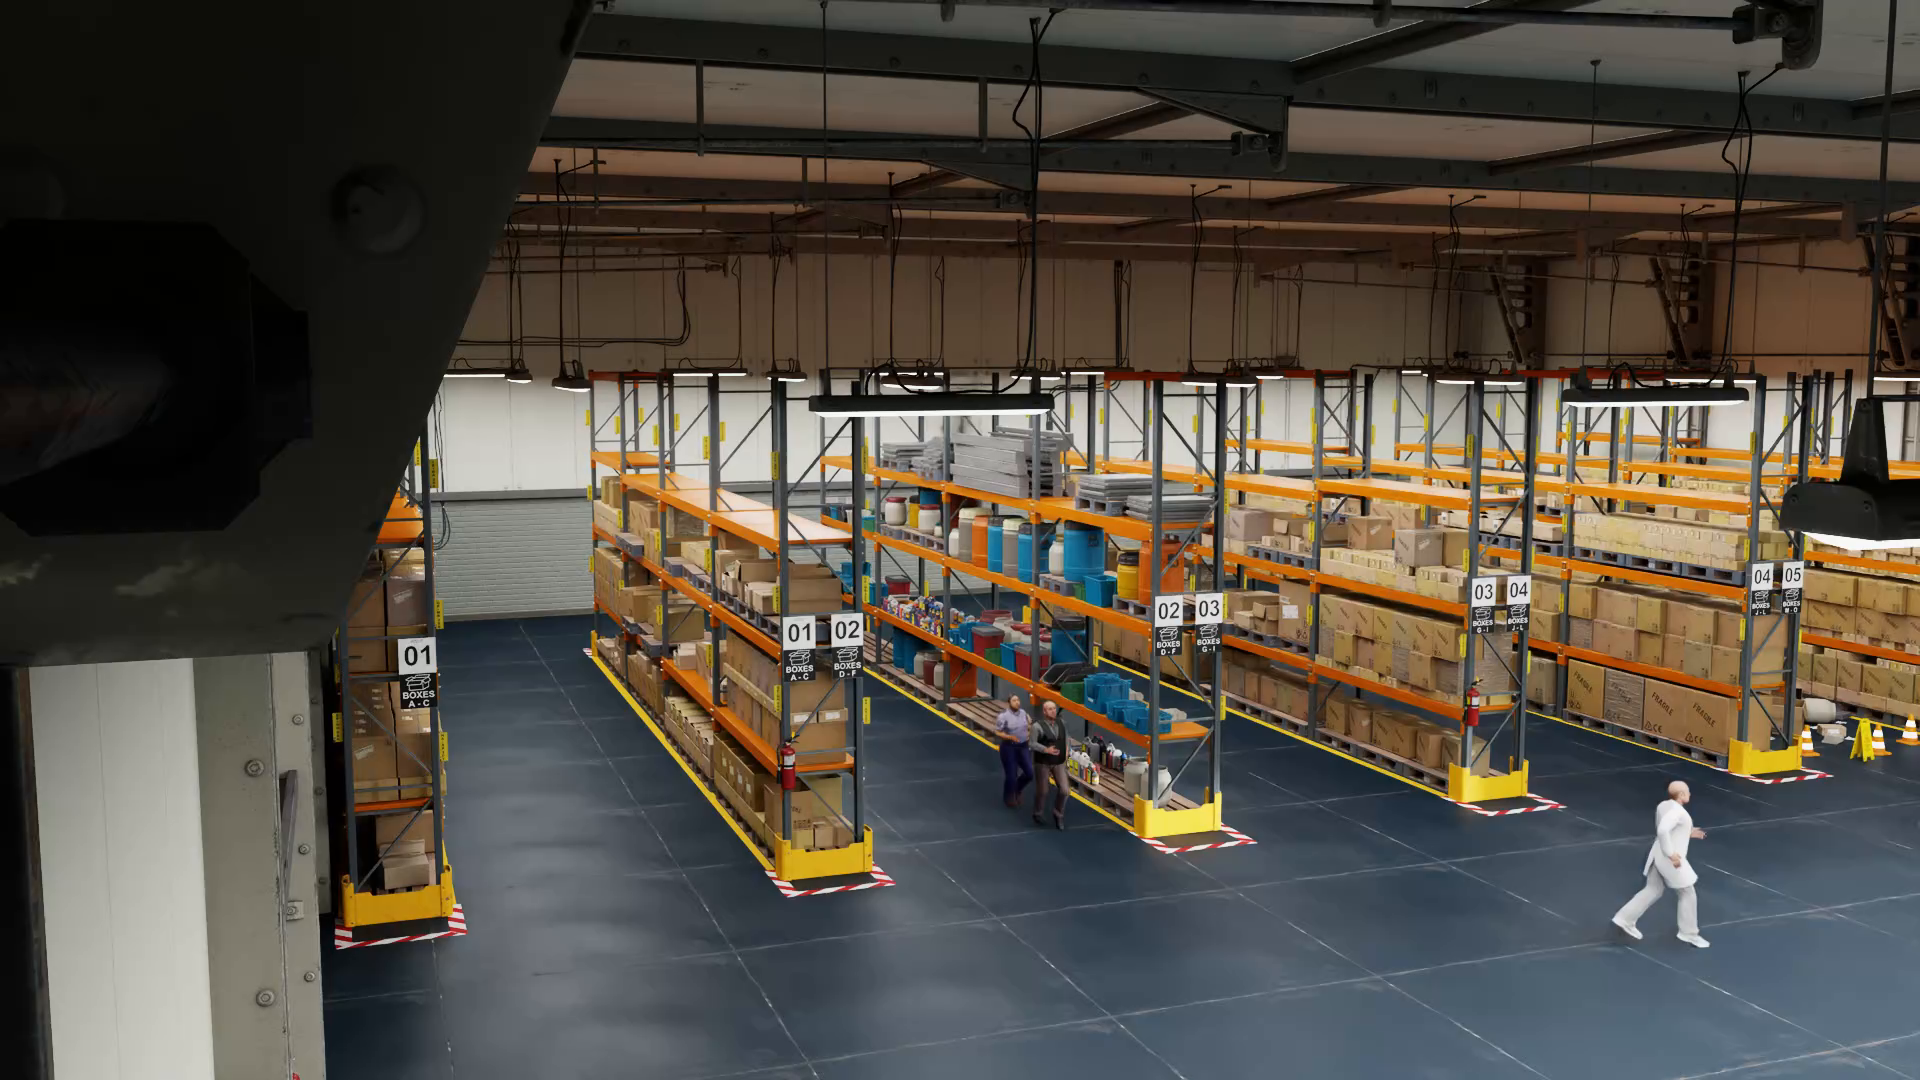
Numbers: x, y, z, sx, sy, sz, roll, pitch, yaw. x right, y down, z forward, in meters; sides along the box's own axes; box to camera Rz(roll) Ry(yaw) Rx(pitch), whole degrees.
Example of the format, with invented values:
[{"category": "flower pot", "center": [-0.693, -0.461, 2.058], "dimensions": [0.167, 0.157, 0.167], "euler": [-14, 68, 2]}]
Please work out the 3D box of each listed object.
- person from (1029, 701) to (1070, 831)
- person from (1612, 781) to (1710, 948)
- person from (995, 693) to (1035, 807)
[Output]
[{"category": "person", "center": [1.214, 3.014, 22.170], "dimensions": [0.673, 1.764, 0.722], "euler": [-3, 7, -22]}, {"category": "person", "center": [7.541, 3.465, 17.810], "dimensions": [1.025, 1.805, 0.649], "euler": [0, 6, -3]}, {"category": "person", "center": [0.800, 2.946, 23.191], "dimensions": [0.592, 1.596, 0.559], "euler": [-3, 7, -27]}]
